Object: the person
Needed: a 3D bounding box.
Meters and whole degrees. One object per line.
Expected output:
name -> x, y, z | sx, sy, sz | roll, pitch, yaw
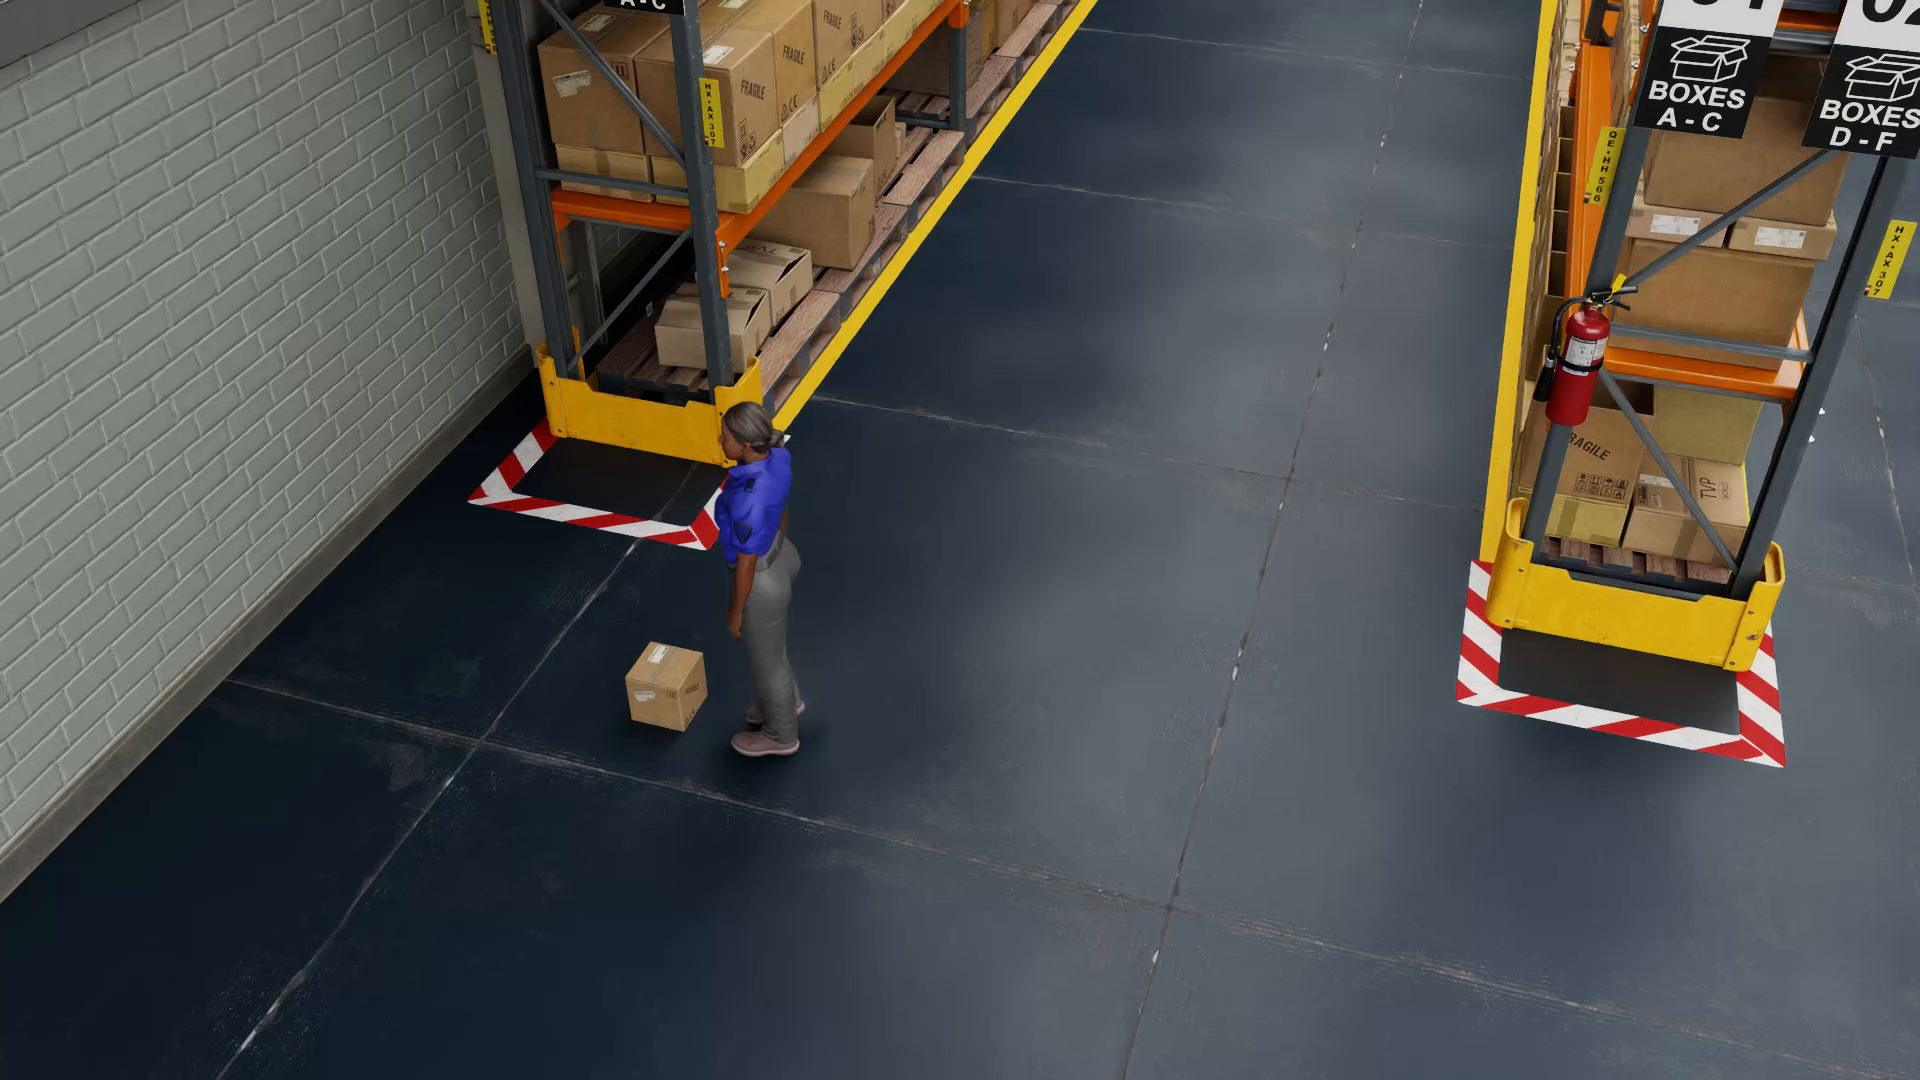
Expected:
person -> -0.814, 0.124, 6.635 | 0.343, 1.589, 0.485 | 7, 38, 9
